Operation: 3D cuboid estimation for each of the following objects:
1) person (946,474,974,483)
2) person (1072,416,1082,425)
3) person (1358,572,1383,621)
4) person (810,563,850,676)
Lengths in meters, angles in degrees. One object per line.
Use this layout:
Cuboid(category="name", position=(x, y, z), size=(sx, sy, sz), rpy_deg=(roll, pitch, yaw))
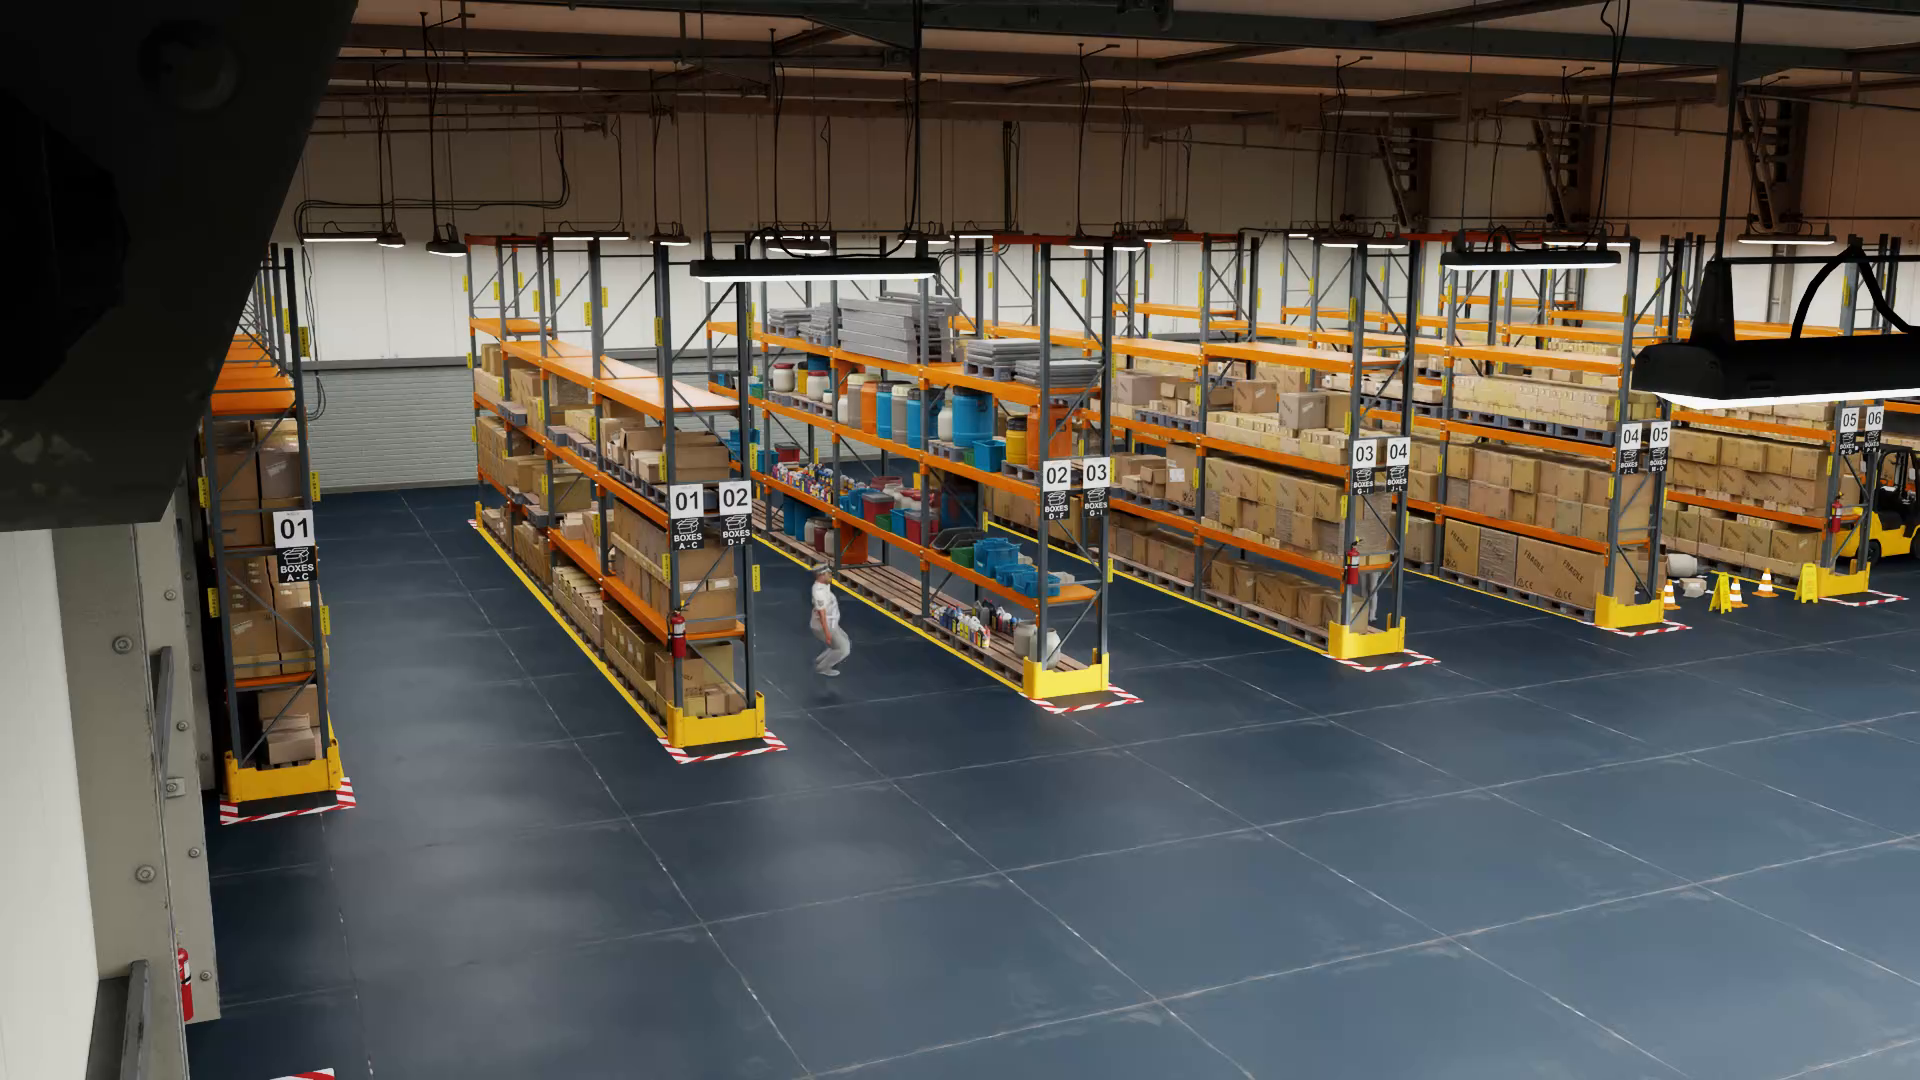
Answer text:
Cuboid(category="person", position=(0.025, -0.675, 32.102), size=(0.579, 1.723, 1.031), rpy_deg=(-5, 12, -26))
Cuboid(category="person", position=(2.974, -2.435, 41.291), size=(0.505, 1.625, 0.800), rpy_deg=(8, 13, 35))
Cuboid(category="person", position=(6.527, 0.423, 26.595), size=(0.477, 1.705, 0.465), rpy_deg=(4, 12, 21))
Cuboid(category="person", position=(-1.742, 1.087, 22.259), size=(0.542, 1.584, 0.658), rpy_deg=(0, 11, -2))
